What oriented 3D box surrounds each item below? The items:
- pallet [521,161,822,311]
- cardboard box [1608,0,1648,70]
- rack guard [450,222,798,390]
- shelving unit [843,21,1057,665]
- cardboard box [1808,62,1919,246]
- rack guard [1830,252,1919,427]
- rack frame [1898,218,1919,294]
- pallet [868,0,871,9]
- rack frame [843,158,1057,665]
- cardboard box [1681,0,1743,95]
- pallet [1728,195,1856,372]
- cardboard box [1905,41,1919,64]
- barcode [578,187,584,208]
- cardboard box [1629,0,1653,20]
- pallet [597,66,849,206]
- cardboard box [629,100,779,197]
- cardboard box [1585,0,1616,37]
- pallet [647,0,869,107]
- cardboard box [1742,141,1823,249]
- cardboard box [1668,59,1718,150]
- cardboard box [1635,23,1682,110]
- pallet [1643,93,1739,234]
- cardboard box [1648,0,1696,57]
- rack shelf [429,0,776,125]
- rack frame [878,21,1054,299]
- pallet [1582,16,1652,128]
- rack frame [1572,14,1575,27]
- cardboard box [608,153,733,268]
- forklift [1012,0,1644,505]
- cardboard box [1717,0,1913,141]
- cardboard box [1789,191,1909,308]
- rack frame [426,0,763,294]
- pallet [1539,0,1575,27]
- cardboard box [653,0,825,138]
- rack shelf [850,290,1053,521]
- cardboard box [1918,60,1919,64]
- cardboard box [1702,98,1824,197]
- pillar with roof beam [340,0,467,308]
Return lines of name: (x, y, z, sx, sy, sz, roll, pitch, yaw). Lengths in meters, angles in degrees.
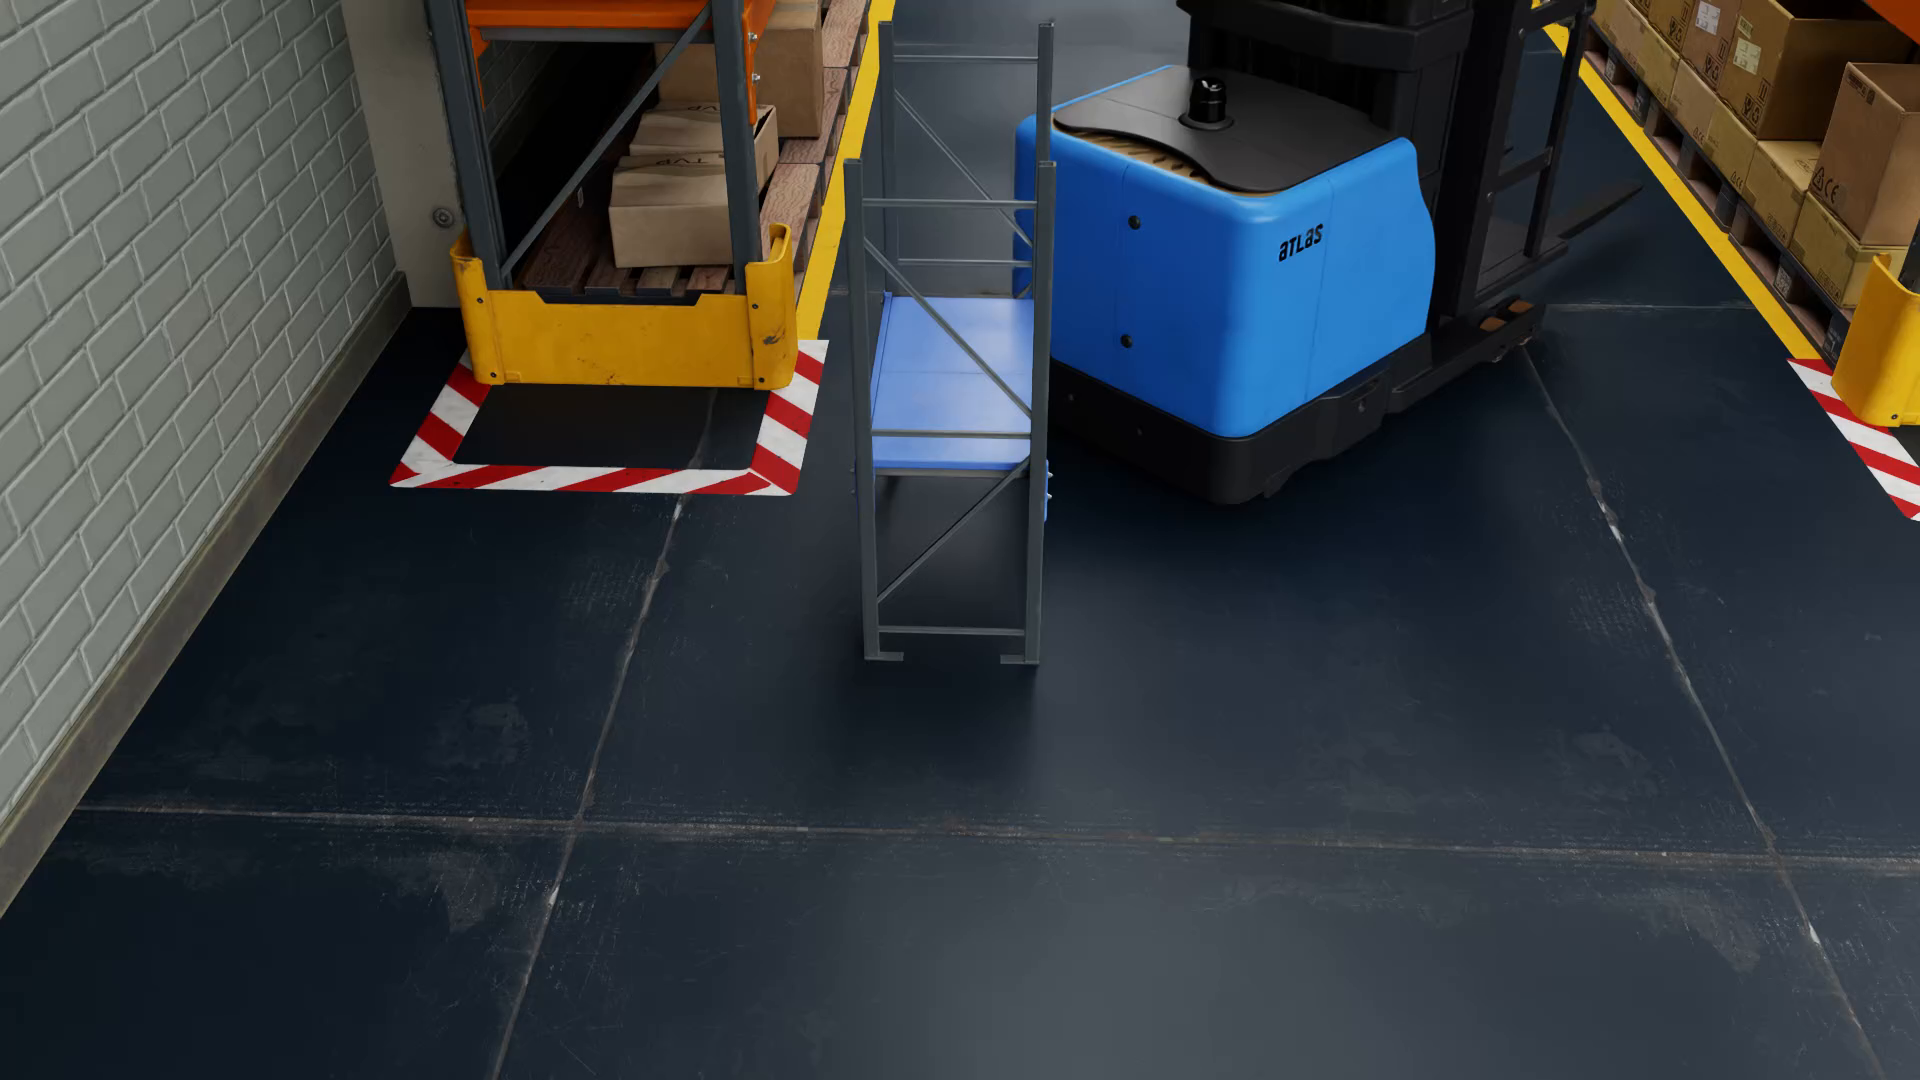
pallet: (-1.129, -1.206, 6.783, 1.003, 0.211, 1.213, 1, 35, 2)
cardboard box: (3.564, -2.524, 8.259, 0.500, 0.250, 0.500, 1, 35, 2)
rack guard: (-1.197, -0.859, 6.037, 1.175, 0.500, 0.348, 1, 35, 2)
shelving unit: (-0.003, -0.565, 4.749, 0.538, 1.500, 1.048, 1, 35, 2)
cardboard box: (3.474, -1.394, 5.999, 0.500, 0.500, 0.500, 1, 35, 2)
rack guard: (3.749, -0.689, 5.796, 1.175, 0.500, 0.348, 1, 35, 2)
rack frame: (3.750, -1.725, 5.096, 1.000, 3.000, 0.127, 1, 35, 2)
pallet: (-1.009, -3.442, 9.964, 1.003, 0.211, 1.213, 1, 35, 2)
rack frame: (-0.024, -0.273, 4.333, 0.500, 1.500, 0.032, 1, 35, 2)
cardboard box: (3.521, -2.256, 7.226, 0.500, 0.500, 0.500, 1, 35, 2)
pallet: (3.739, -1.025, 6.525, 1.003, 0.211, 1.213, 1, 35, 2)
cardboard box: (4.019, -1.957, 6.800, 0.500, 0.500, 0.500, 1, 35, 2)
barcode: (-1.481, -1.336, 6.491, 0.001, 0.075, 0.075, 1, 35, 2)
cardboard box: (3.567, -2.831, 8.043, 0.500, 0.500, 0.500, 1, 35, 2)
pallet: (-1.077, -1.906, 7.778, 1.003, 0.211, 1.213, 1, 35, 2)
cardboard box: (-1.059, -1.641, 6.932, 0.500, 0.311, 0.500, 4, 35, 6)
cardboard box: (3.589, -2.811, 8.667, 0.500, 0.250, 0.500, 1, 35, 2)
pallet: (-1.031, -2.608, 8.778, 1.003, 0.211, 1.213, 1, 35, 2)
cardboard box: (3.484, -1.375, 6.624, 0.500, 0.250, 0.500, 1, 35, 2)
cardboard box: (3.524, -1.949, 7.441, 0.500, 0.250, 0.500, 1, 35, 2)
cardboard box: (3.539, -2.237, 7.850, 0.500, 0.250, 0.500, 1, 35, 2)
pallet: (3.791, -1.724, 7.519, 1.003, 0.211, 1.213, 1, 35, 2)
cardboard box: (3.539, -2.544, 7.634, 0.500, 0.500, 0.500, 1, 35, 2)
rack shelf: (-1.120, -2.692, 7.098, 1.077, 0.370, 4.000, 1, 35, 2)
rack frame: (0.017, -0.857, 5.165, 0.500, 1.500, 0.032, 1, 35, 2)
pallet: (3.837, -2.427, 8.519, 1.003, 0.211, 1.213, 1, 35, 2)
rack frame: (3.911, -4.024, 8.366, 1.000, 3.000, 0.127, 1, 35, 2)
cardboard box: (-1.082, -1.313, 6.465, 0.500, 0.311, 0.500, -2, 35, -3)
forklift: (1.566, -2.051, 5.619, 3.031, 2.935, 1.130, -29, 45, -35)
cardboard box: (3.500, -1.969, 6.817, 0.500, 0.500, 0.500, 1, 35, 2)
cardboard box: (3.476, -1.087, 6.214, 0.500, 0.250, 0.500, 1, 35, 2)
rack frame: (-1.200, -1.838, 5.256, 1.000, 3.000, 0.127, 1, 35, 2)
pallet: (3.901, -3.307, 9.772, 1.003, 0.211, 1.213, 1, 35, 2)
cardboard box: (-0.980, -2.138, 7.475, 0.700, 0.500, 0.500, -1, 35, -1)
rack shelf: (-0.003, -0.417, 4.852, 0.538, 0.185, 1.000, 1, 35, 2)
cardboard box: (4.012, -1.669, 6.391, 0.500, 0.500, 0.500, 1, 35, 2)
cardboard box: (3.503, -1.662, 7.032, 0.500, 0.250, 0.500, 1, 35, 2)
pillar with roof beam: (2.265, -4.615, 3.990, 9.100, 9.000, 0.400, 1, 35, 2)
